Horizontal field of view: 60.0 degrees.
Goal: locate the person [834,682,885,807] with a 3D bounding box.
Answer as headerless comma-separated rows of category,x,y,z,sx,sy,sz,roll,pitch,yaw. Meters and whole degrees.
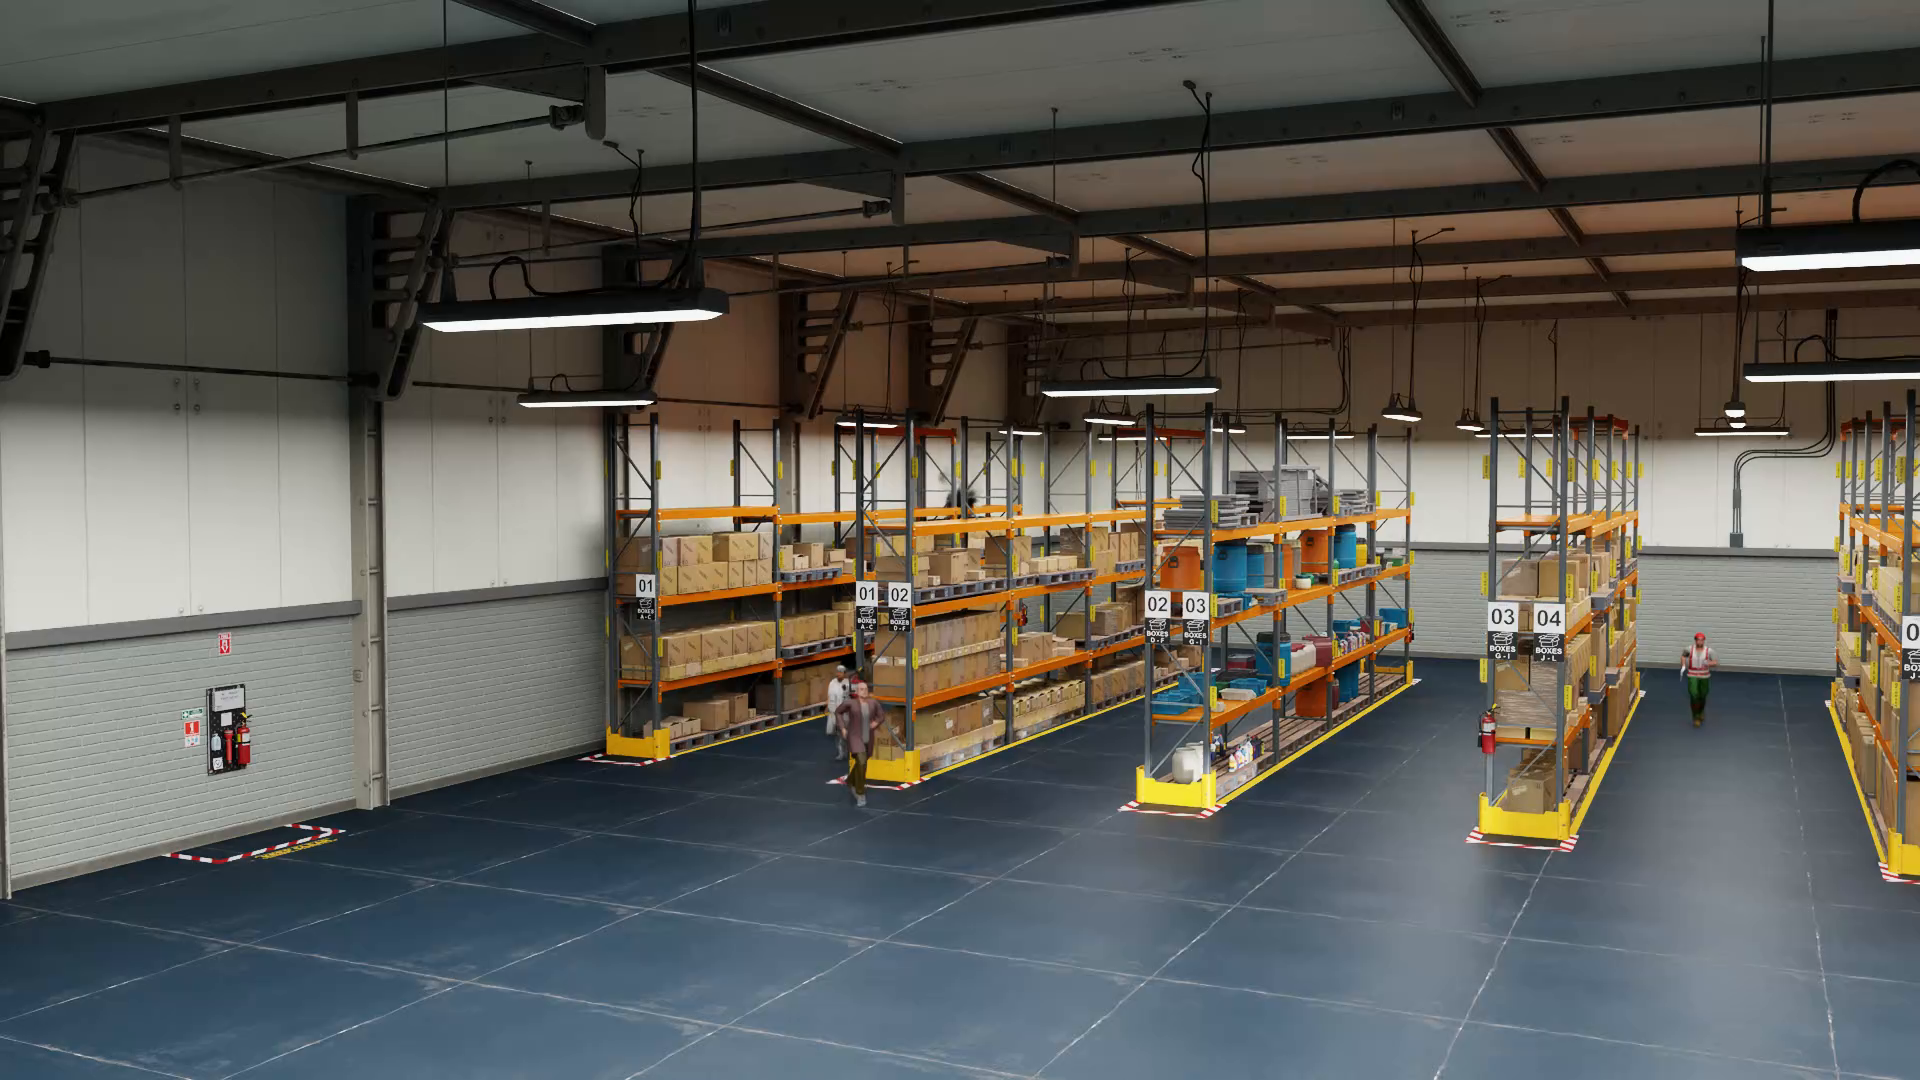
person,-1.497,3.060,25.144,0.700,1.838,0.870,-1,3,-31

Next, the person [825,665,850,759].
person,-2.079,2.984,28.847,0.608,1.623,0.549,1,3,20

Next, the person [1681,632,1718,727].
person,14.492,2.709,32.610,0.654,1.813,0.938,1,3,21
